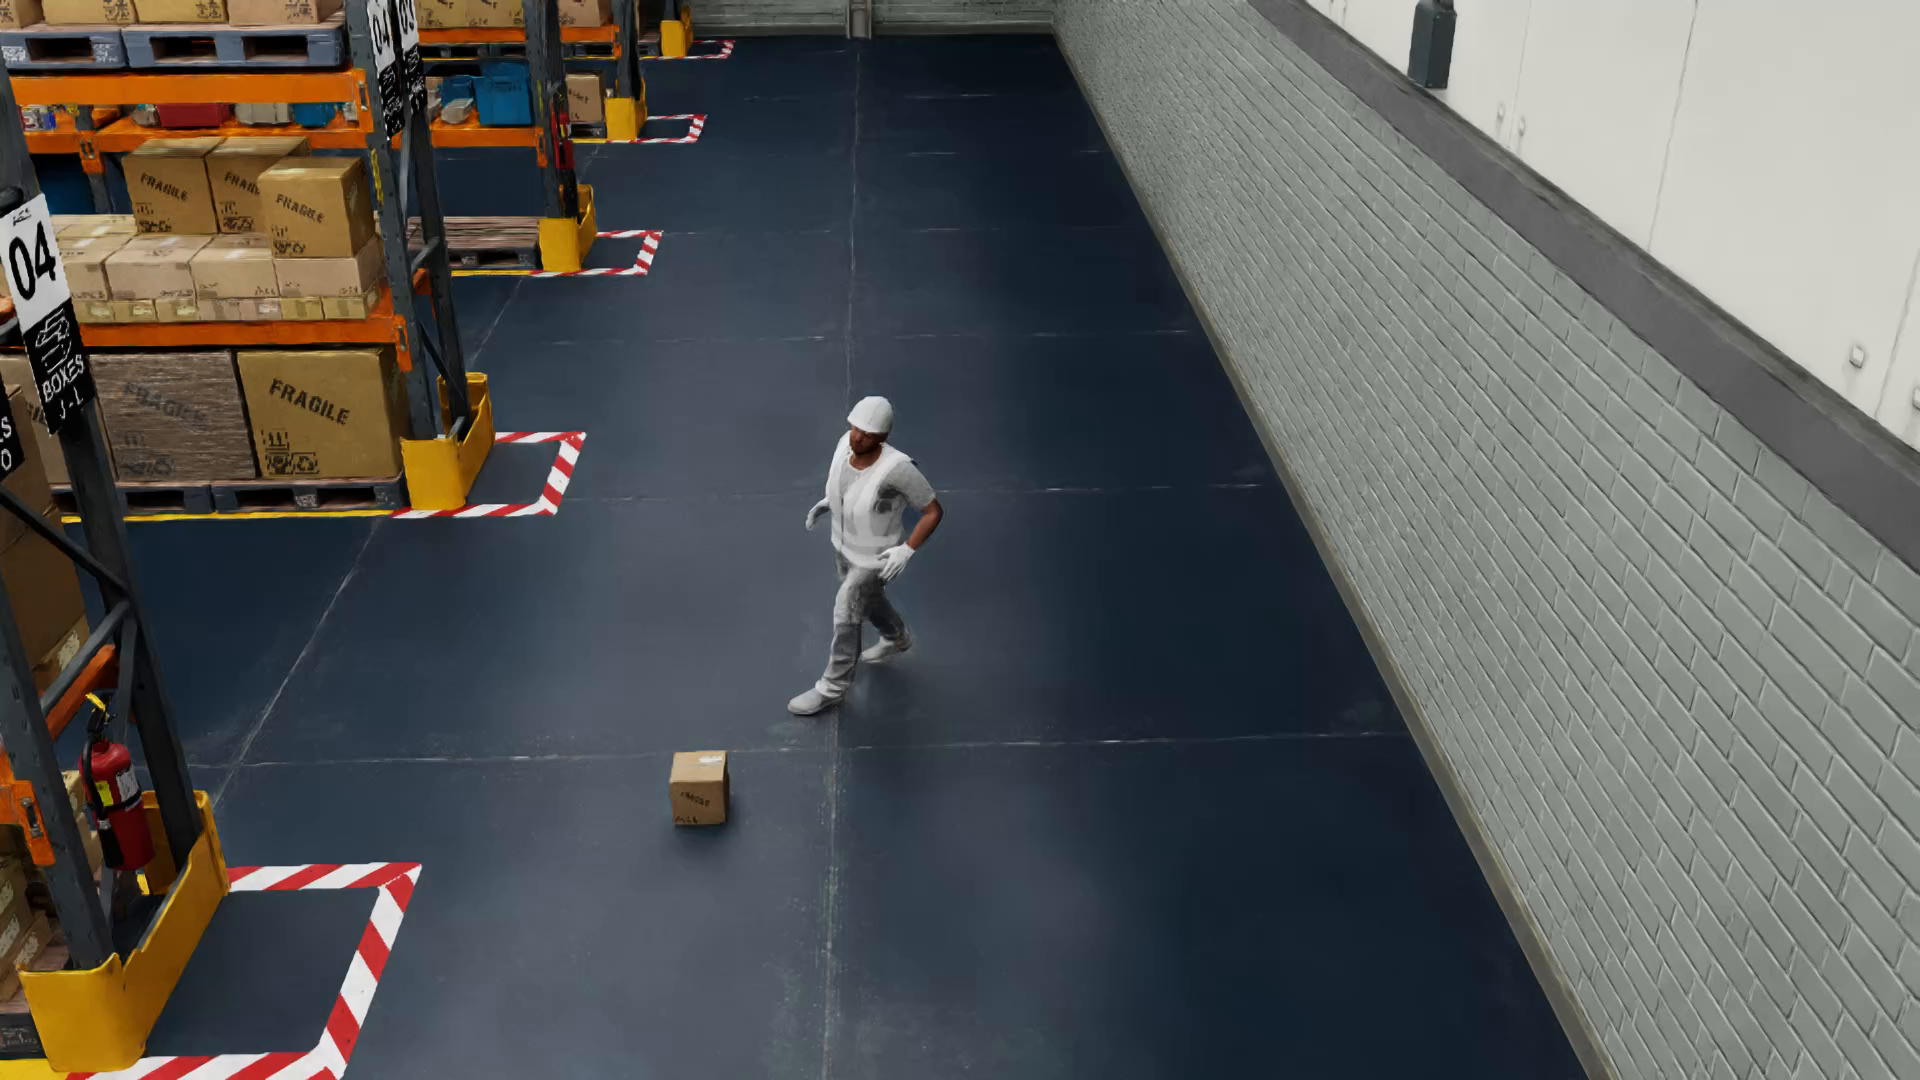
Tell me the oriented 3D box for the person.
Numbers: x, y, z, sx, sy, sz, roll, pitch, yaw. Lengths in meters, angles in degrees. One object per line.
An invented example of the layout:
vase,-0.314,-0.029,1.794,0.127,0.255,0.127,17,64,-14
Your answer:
person,-0.476,0.074,8.443,0.828,1.756,0.743,-18,33,-31
